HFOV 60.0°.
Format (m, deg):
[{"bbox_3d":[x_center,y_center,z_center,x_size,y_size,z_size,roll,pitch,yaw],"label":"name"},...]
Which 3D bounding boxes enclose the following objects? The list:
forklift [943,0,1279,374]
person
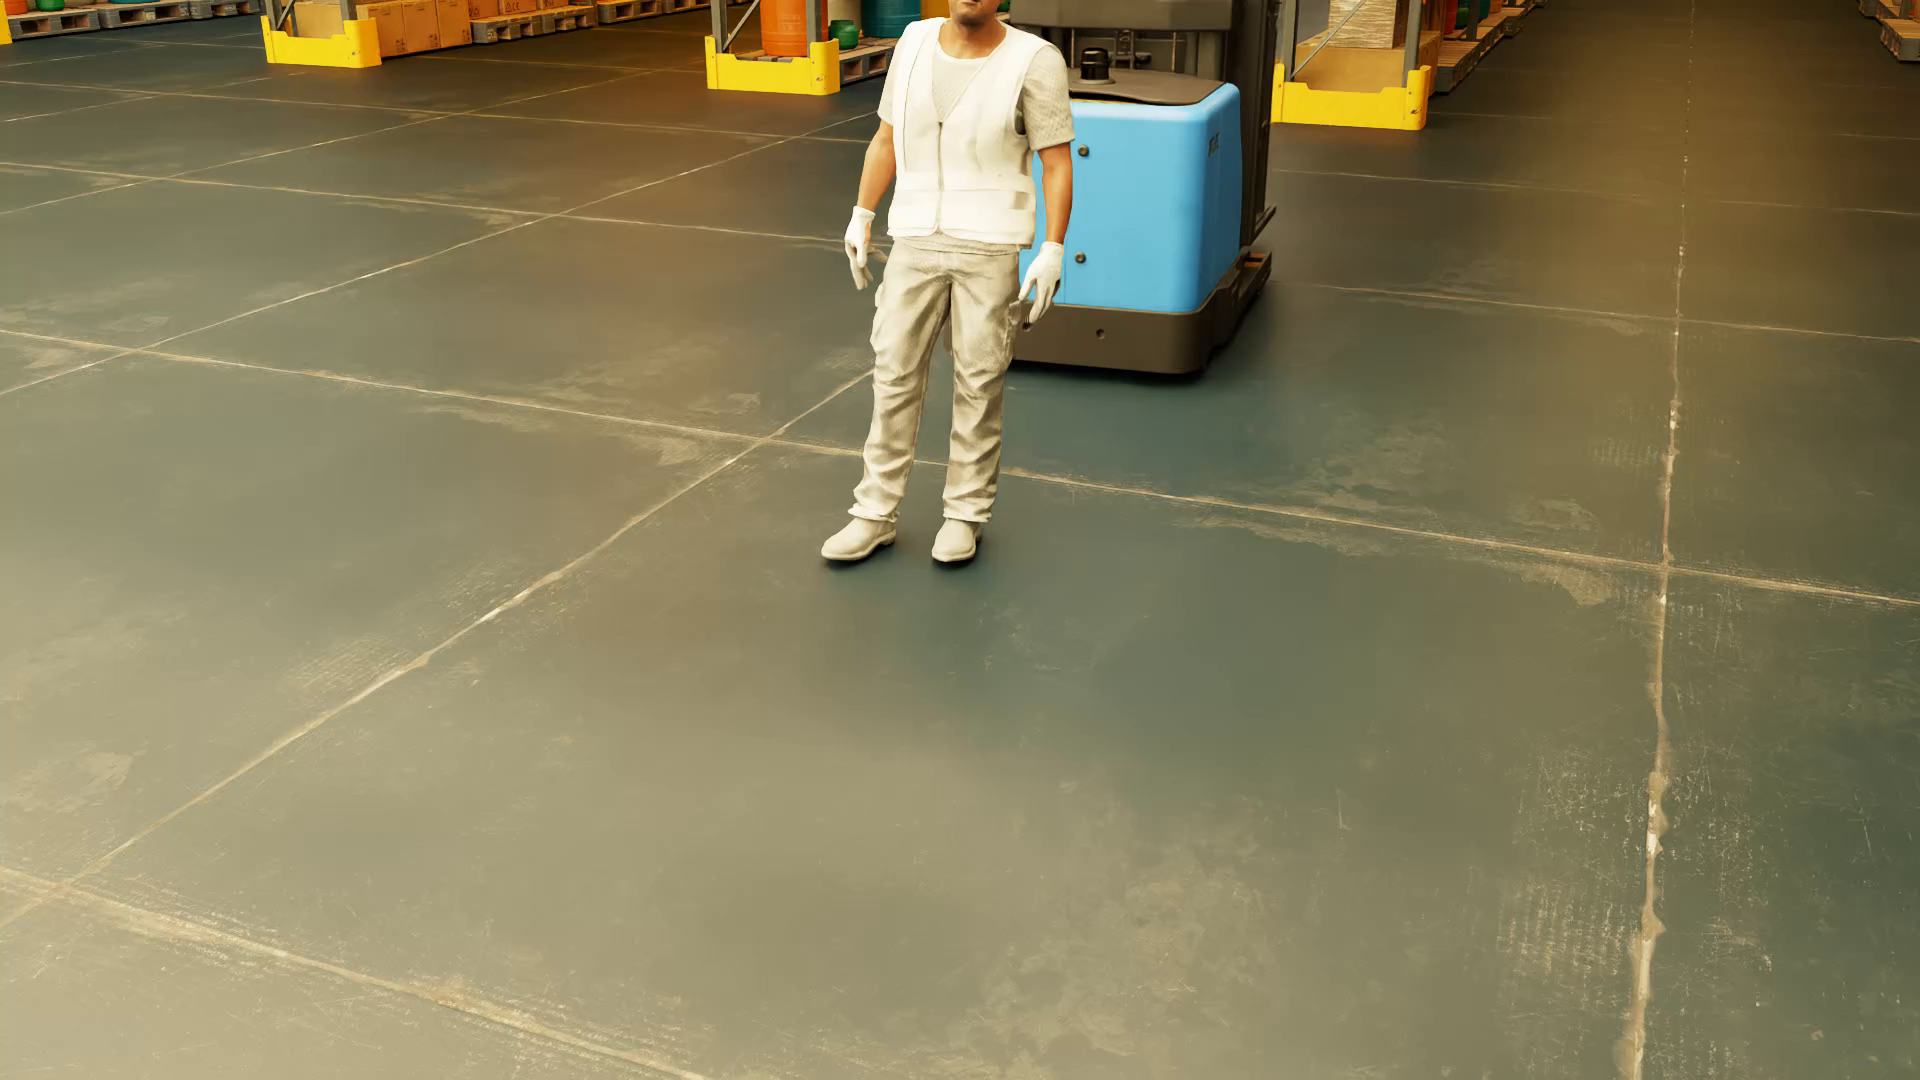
[{"bbox_3d":[0.870,-2.536,7.360,1.130,2.935,3.031,7,24,16],"label":"forklift"},{"bbox_3d":[-0.035,-0.804,4.687,0.656,1.784,0.575,9,24,21],"label":"person"}]
